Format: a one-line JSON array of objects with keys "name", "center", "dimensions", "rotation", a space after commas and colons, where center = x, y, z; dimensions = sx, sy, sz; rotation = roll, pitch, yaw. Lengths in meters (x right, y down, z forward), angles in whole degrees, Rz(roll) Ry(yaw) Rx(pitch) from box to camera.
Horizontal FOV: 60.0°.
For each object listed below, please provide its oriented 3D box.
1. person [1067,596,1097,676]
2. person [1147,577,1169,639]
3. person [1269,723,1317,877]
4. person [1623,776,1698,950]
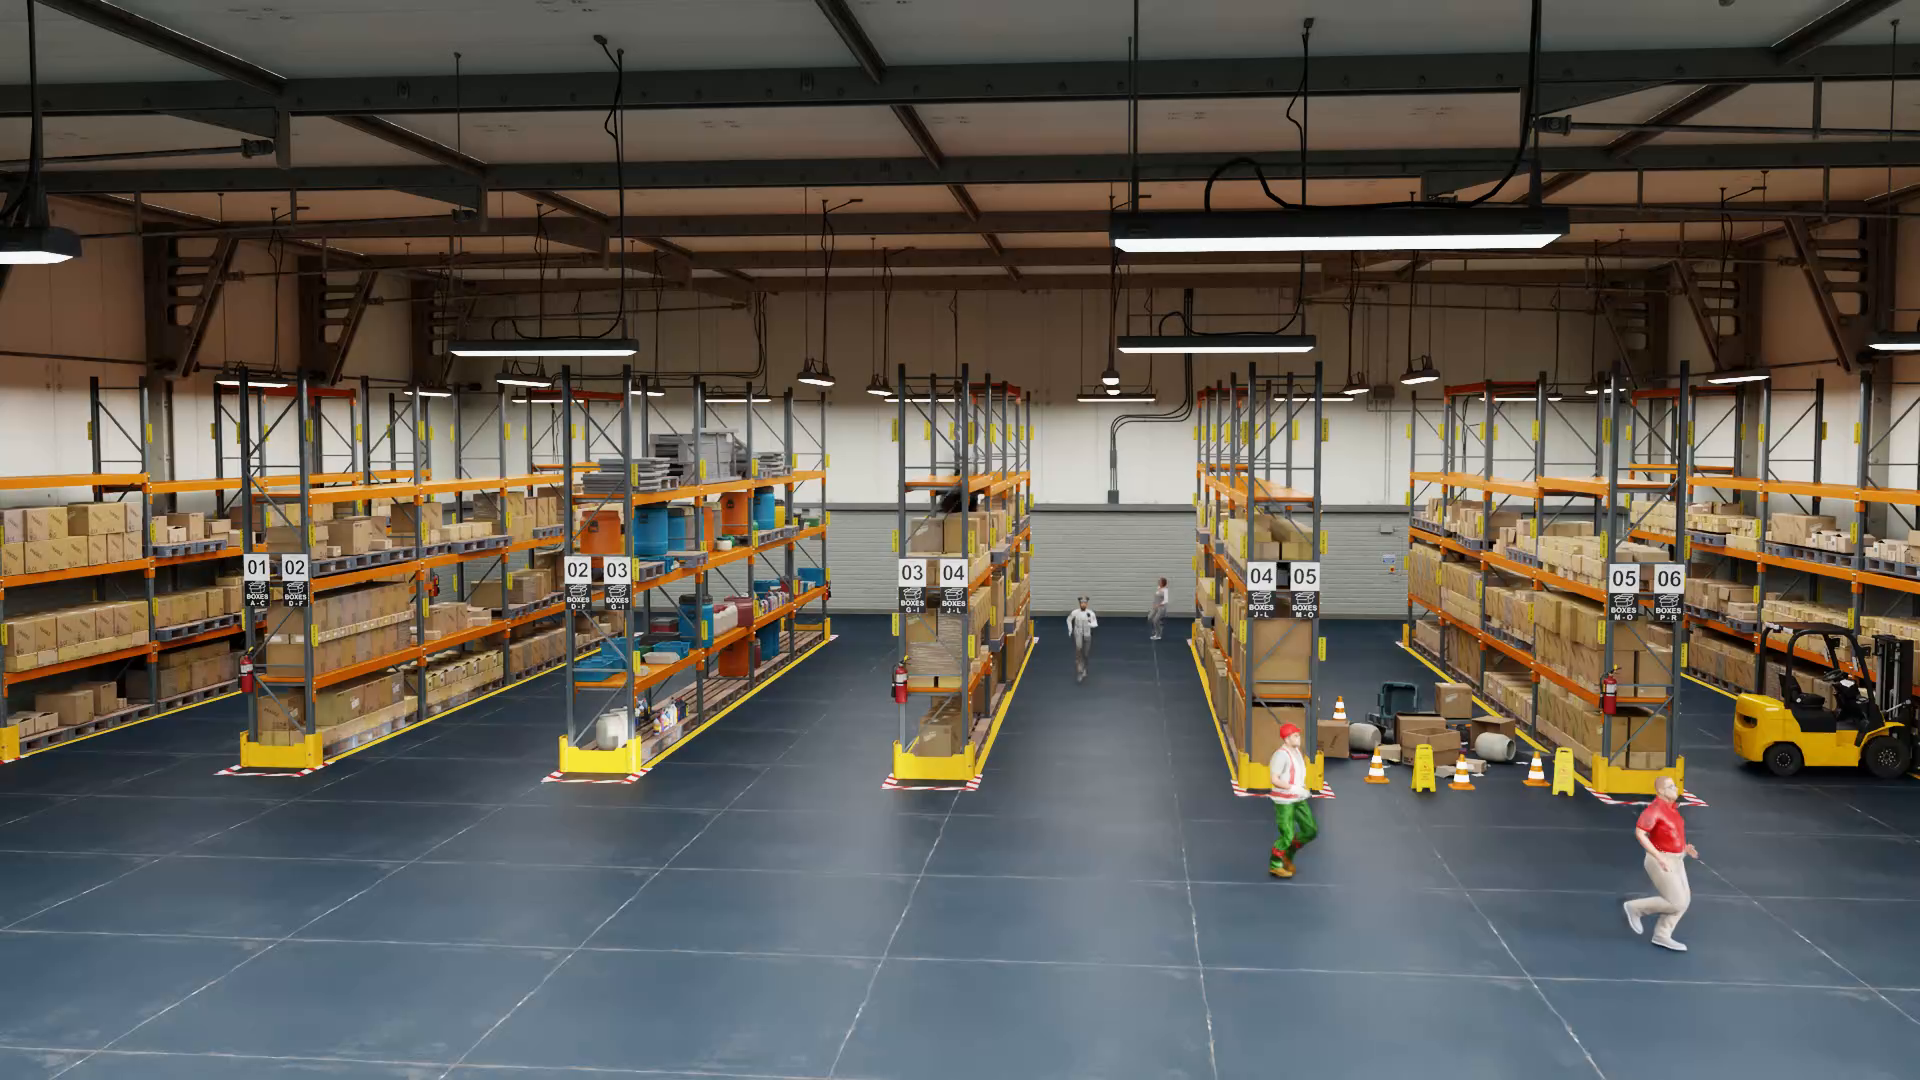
[{"name": "person", "center": [2.482, 1.953, 33.639], "dimensions": [0.581, 1.663, 0.816], "rotation": [0, 4, -4]}, {"name": "person", "center": [4.787, 1.661, 40.162], "dimensions": [0.472, 1.525, 0.564], "rotation": [-2, 4, -30]}, {"name": "person", "center": [3.725, 2.919, 18.606], "dimensions": [0.609, 1.744, 0.651], "rotation": [4, 5, 44]}, {"name": "person", "center": [6.827, 3.163, 16.193], "dimensions": [0.599, 1.619, 0.670], "rotation": [3, 5, 42]}]
